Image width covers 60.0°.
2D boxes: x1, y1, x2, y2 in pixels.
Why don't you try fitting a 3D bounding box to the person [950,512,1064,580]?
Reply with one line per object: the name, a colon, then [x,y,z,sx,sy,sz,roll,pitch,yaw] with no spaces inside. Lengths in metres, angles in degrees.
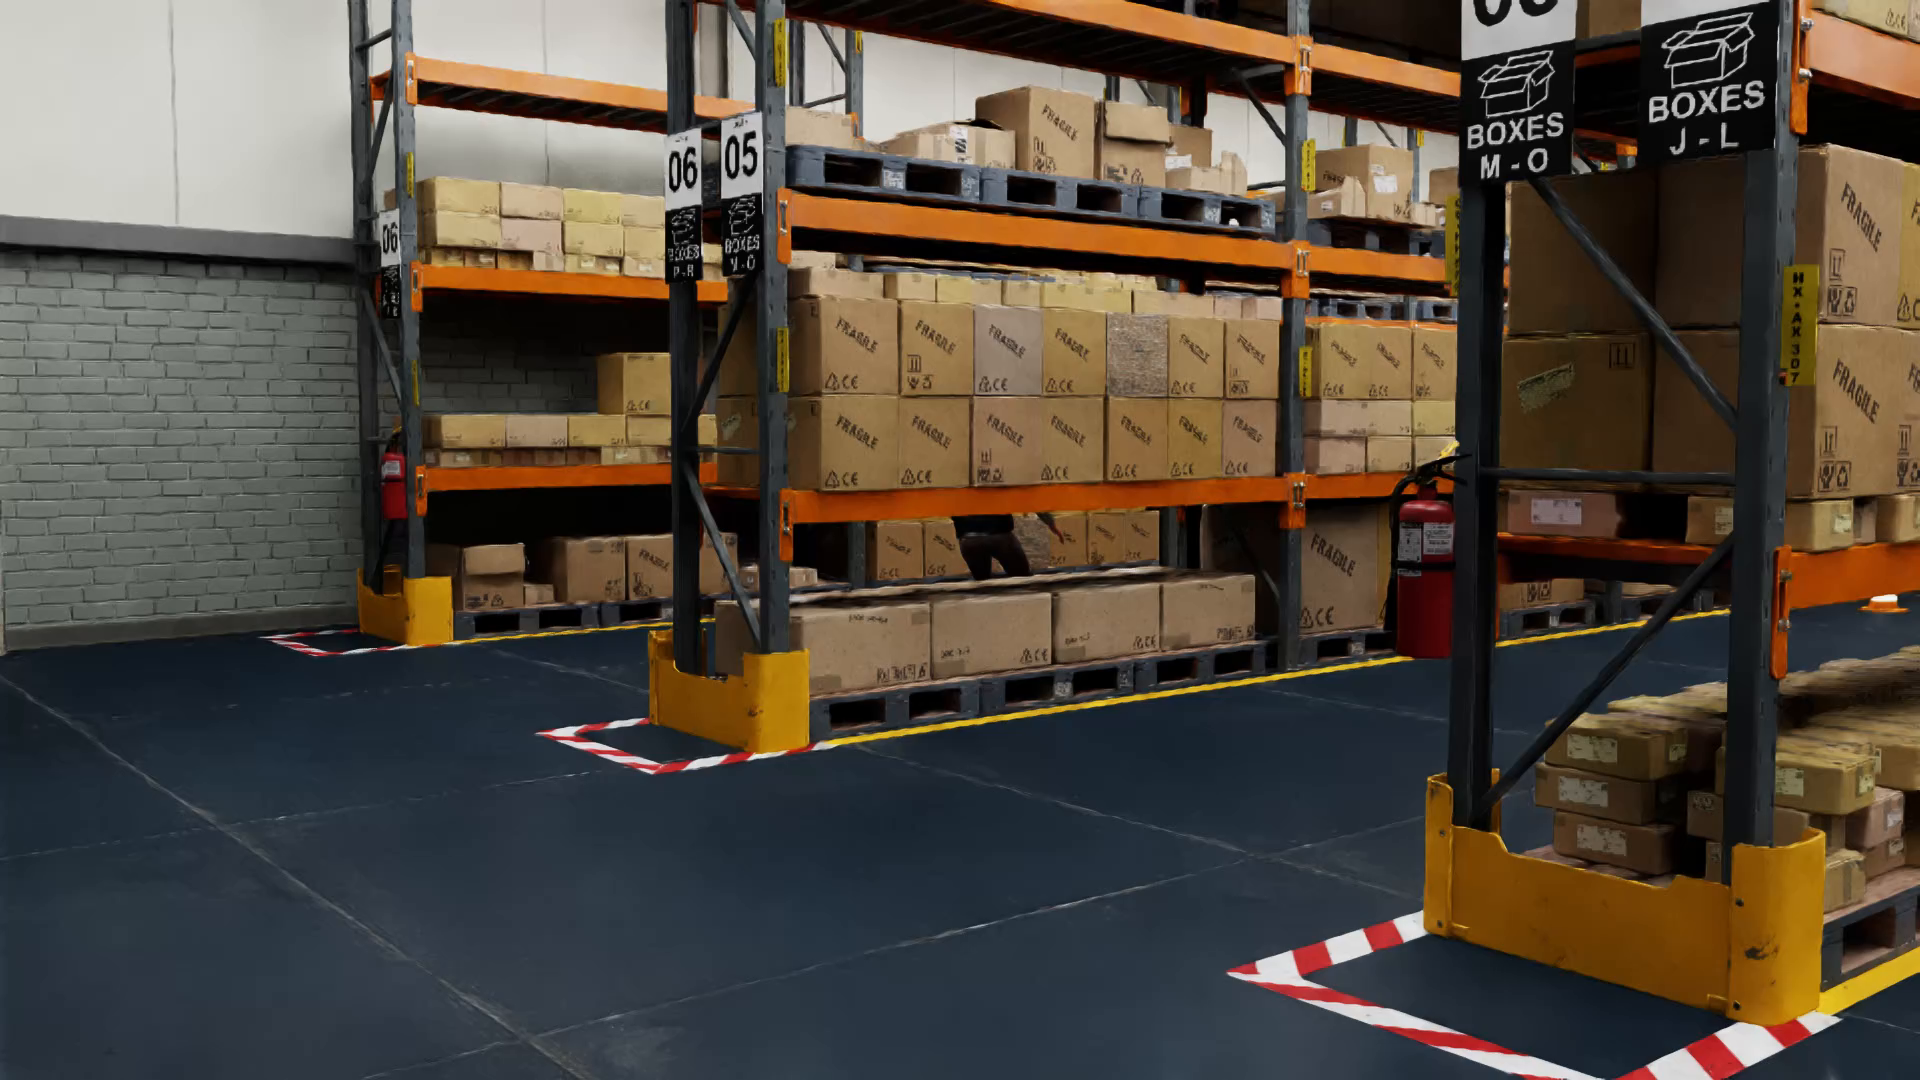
person: [0.298,-0.017,12.273,0.911,1.657,0.517,2,5,22]
